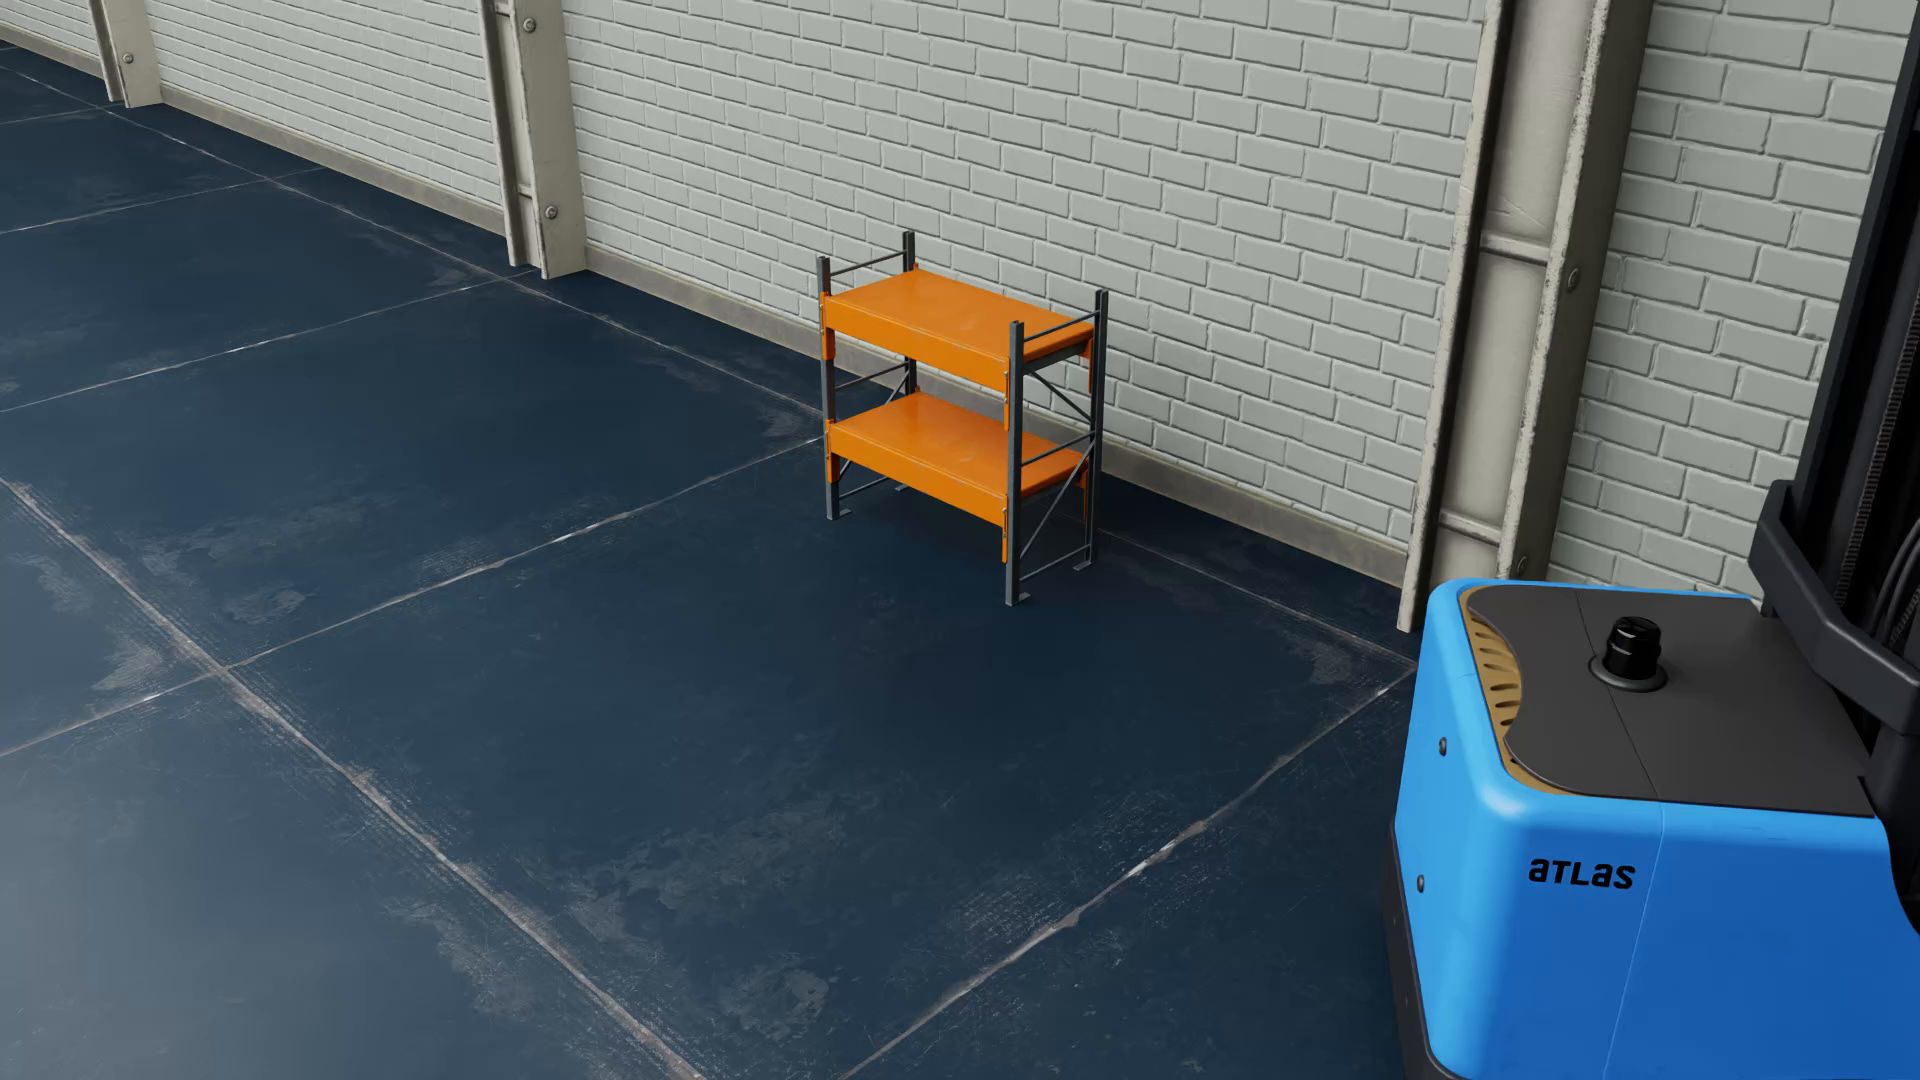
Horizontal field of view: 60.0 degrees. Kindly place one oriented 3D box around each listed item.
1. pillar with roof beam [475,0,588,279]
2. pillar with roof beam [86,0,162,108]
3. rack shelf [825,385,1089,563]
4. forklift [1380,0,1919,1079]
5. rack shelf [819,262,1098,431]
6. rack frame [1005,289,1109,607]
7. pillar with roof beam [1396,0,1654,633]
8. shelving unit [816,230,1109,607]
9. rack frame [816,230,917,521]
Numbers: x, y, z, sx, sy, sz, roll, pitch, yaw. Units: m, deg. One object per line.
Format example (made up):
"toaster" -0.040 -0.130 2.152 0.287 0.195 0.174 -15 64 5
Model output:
"pillar with roof beam" -5.440 -4.175 5.021 0.400 9.000 9.100 25 36 38
"pillar with roof beam" -9.719 -6.133 8.744 0.400 9.000 9.100 25 36 38
"rack shelf" -0.005 -0.284 6.606 1.000 0.278 0.538 25 36 38
"forklift" 2.632 0.051 3.503 3.031 2.935 1.130 3 28 7
"rack shelf" -0.005 -0.759 6.356 1.000 0.278 0.538 25 36 38
"rack frame" 0.358 -0.334 6.177 0.032 1.125 0.500 25 36 38
"pillar with roof beam" -1.162 -2.217 1.297 0.400 9.000 9.100 25 36 38
"shelving unit" -0.005 -0.500 6.492 1.048 1.125 0.538 25 36 38
"rack frame" -0.367 -0.666 6.808 0.032 1.125 0.500 25 36 38
